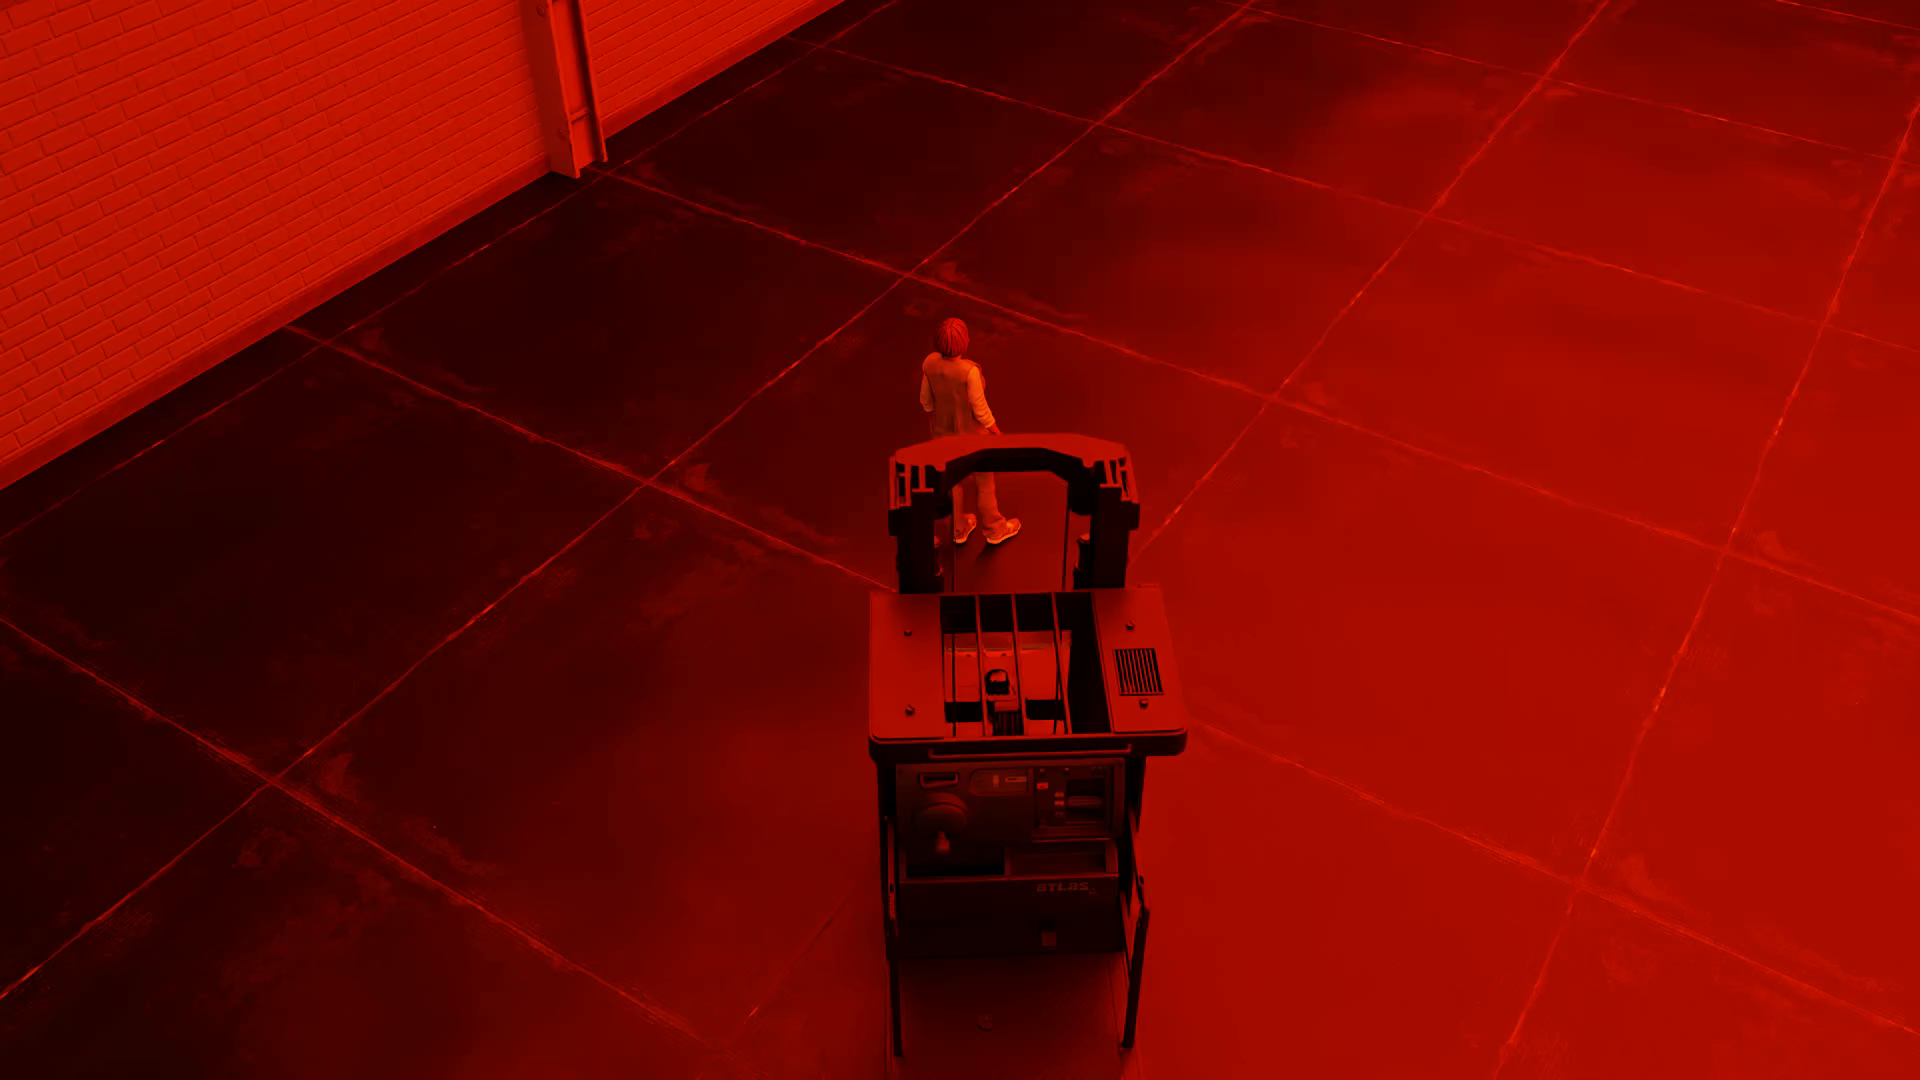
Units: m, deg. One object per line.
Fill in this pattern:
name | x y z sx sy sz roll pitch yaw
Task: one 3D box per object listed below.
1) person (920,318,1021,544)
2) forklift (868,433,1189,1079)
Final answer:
person | 0.052 -0.651 9.756 0.521 1.599 0.473 22 45 24
forklift | 0.216 1.154 6.605 1.130 2.935 3.031 -2 40 -2
